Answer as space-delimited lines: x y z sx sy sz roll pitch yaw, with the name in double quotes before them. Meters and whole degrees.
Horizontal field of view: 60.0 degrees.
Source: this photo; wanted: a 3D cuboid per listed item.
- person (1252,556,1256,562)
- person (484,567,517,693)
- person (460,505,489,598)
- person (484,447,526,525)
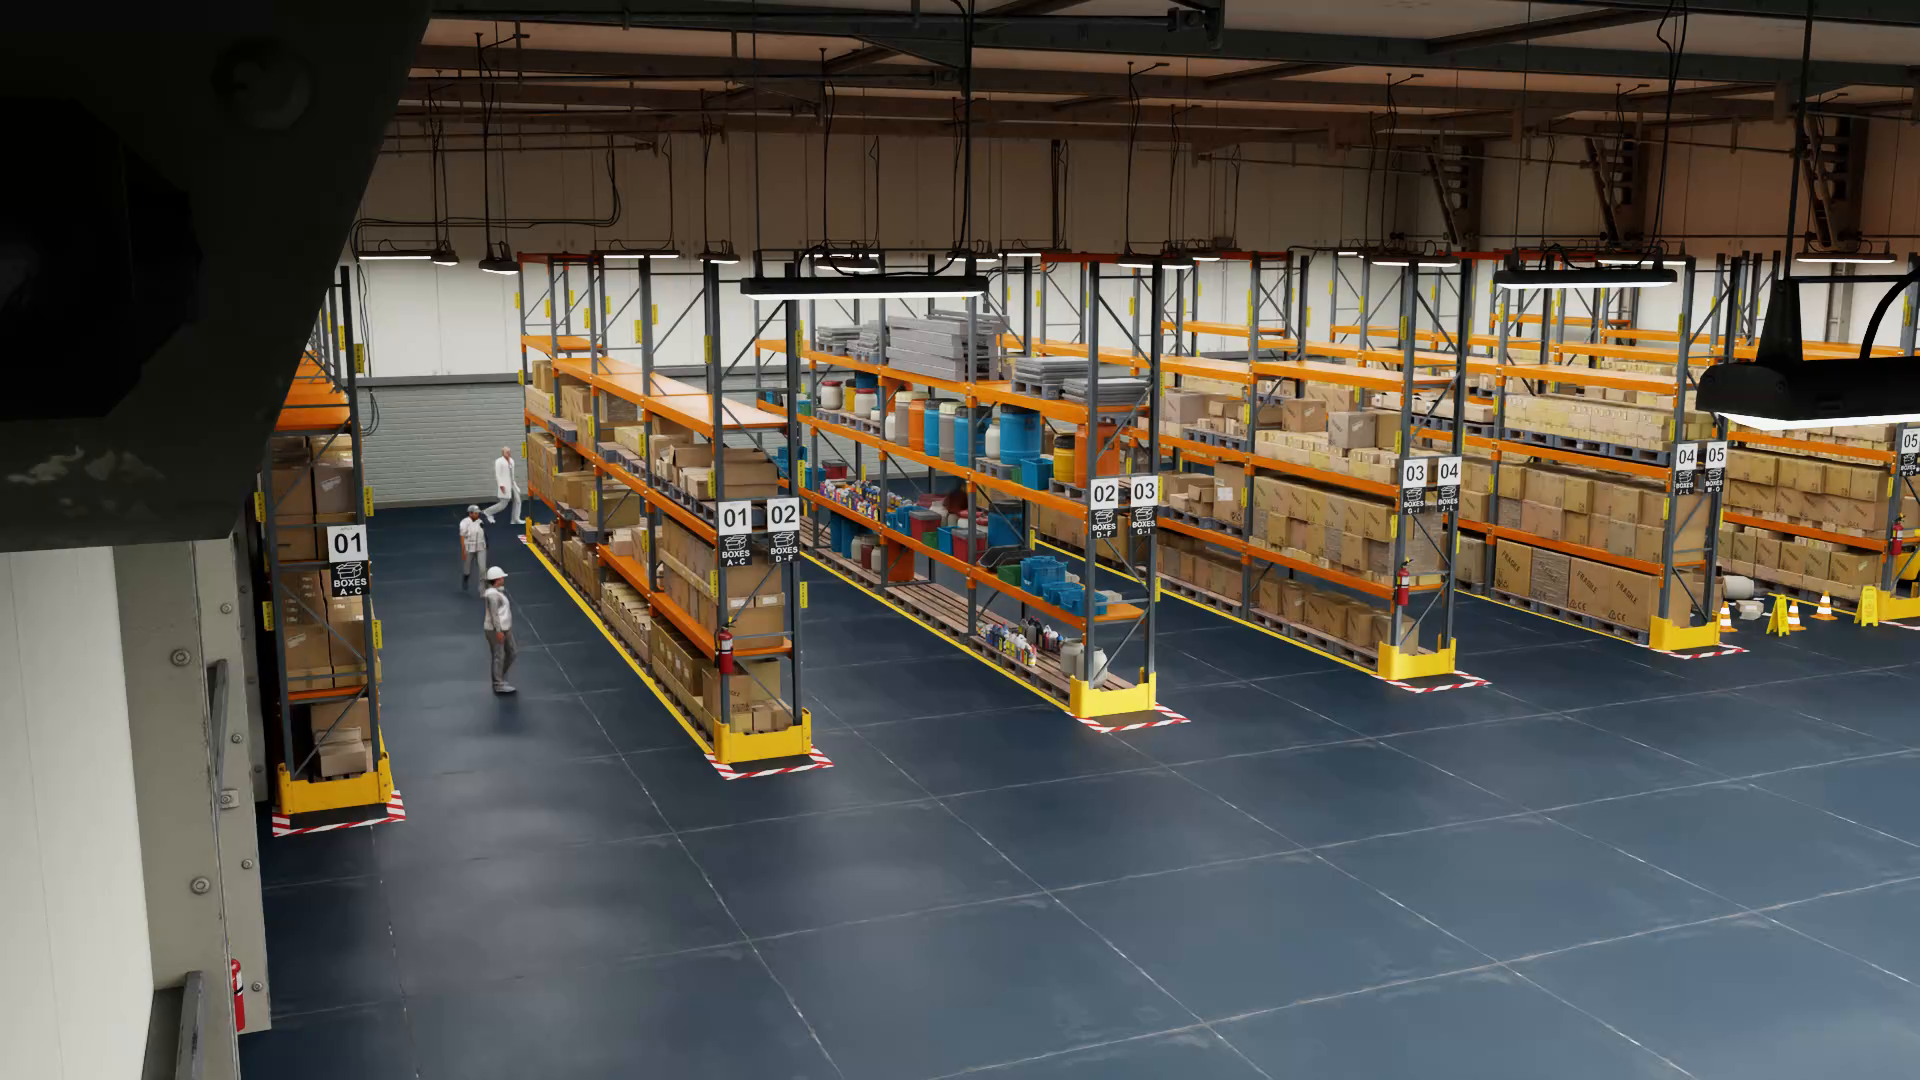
"person" 5.520 -0.117 31.280 0.436 1.712 0.604 -2 11 -12
"person" -6.465 1.255 23.330 0.428 1.784 0.579 1 10 3
"person" -8.615 0.175 29.478 0.486 1.632 0.665 -5 11 -24
"person" -10.051 -1.202 36.682 0.917 1.734 0.590 3 11 15
